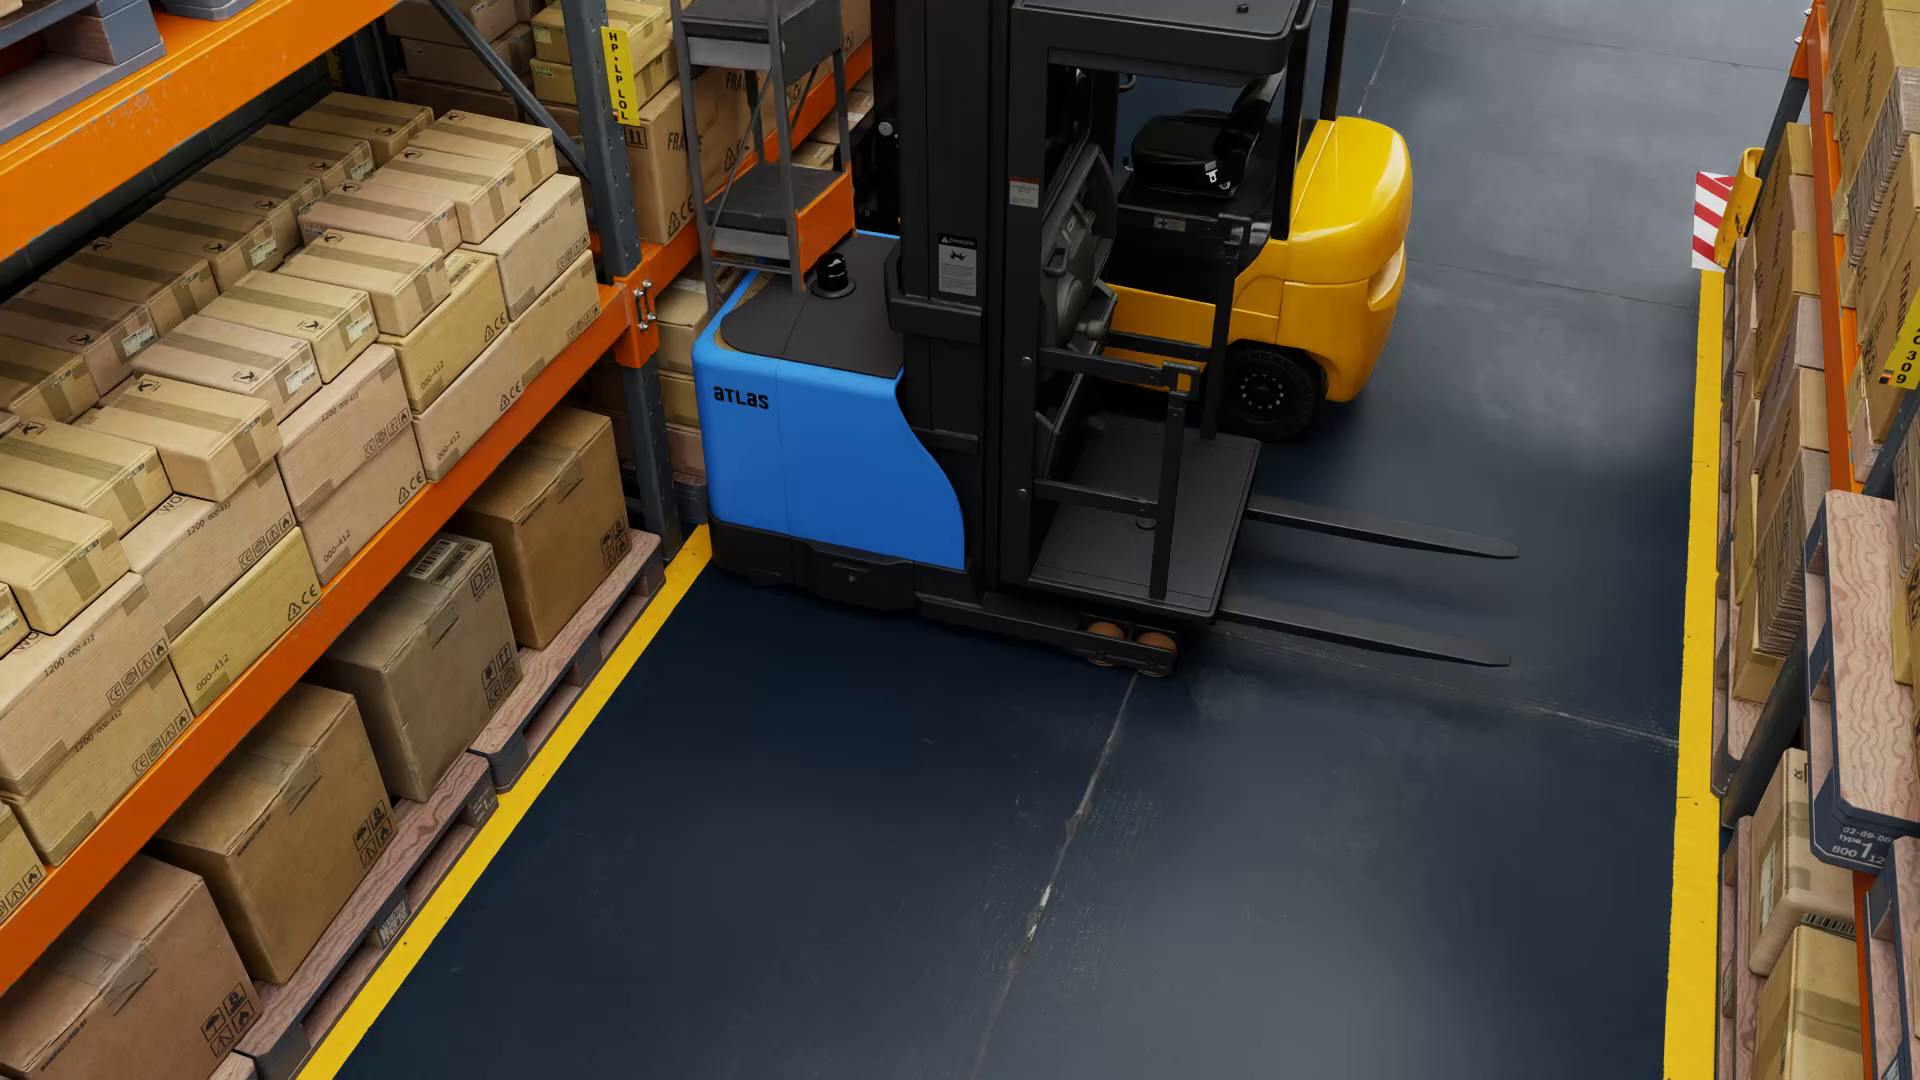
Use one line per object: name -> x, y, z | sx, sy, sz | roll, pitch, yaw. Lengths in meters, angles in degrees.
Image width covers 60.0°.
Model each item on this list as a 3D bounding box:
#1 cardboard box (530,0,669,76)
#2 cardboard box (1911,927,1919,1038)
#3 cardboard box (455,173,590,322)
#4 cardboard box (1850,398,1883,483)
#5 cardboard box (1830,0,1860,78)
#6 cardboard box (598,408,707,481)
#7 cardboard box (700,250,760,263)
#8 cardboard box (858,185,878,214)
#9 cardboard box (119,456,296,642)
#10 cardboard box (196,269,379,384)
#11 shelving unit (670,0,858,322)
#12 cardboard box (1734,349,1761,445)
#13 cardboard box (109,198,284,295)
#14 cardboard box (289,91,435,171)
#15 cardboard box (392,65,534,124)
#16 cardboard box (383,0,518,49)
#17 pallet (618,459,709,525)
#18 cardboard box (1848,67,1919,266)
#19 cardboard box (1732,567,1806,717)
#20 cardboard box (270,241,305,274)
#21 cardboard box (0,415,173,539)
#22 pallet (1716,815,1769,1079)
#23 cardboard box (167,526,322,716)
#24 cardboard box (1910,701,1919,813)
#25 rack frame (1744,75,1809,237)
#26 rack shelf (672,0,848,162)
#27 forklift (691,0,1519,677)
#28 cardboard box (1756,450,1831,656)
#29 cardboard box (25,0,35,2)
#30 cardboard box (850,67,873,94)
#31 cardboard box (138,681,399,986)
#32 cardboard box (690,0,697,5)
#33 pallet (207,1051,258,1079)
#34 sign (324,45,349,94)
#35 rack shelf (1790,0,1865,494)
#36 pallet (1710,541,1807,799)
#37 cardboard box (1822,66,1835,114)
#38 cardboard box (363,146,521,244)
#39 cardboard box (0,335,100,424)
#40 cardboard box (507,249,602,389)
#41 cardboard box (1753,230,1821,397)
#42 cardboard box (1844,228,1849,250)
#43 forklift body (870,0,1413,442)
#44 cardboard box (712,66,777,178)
cardboard box -> -1.221, -1.722, 5.651 | 0.380, 0.149, 0.250 | 14, 42, 16
cardboard box -> 2.099, 0.896, 3.259 | 0.380, 0.149, 0.250 | 15, 43, 17
cardboard box -> -1.537, -0.972, 5.309 | 0.500, 0.250, 0.500 | 12, 42, 14
cardboard box -> 2.880, -0.264, 4.942 | 0.380, 0.149, 0.250 | 13, 42, 15
cardboard box -> 3.828, -2.143, 6.644 | 0.500, 0.500, 0.500 | 15, 43, 16
cardboard box -> -1.132, -0.530, 6.856 | 0.500, 0.250, 0.500 | 14, 42, 16
cardboard box -> -0.964, -1.224, 6.898 | 0.500, 0.250, 0.500 | 13, 42, 15
cardboard box -> -0.627, -1.645, 7.777 | 0.500, 0.250, 0.500 | 13, 42, 15
cardboard box -> -2.076, -0.043, 4.219 | 0.500, 0.250, 0.500 | 14, 42, 16
cardboard box -> -1.835, -0.588, 4.551 | 0.380, 0.149, 0.250 | 12, 42, 14
shelving unit -> -0.683, -1.135, 6.320 | 0.431, 2.100, 0.503 | 11, 36, 18
cardboard box -> 3.532, -0.573, 6.906 | 0.500, 0.250, 0.500 | 16, 43, 18
cardboard box -> -2.226, -0.849, 4.857 | 0.380, 0.149, 0.250 | 13, 42, 15
cardboard box -> -1.931, -1.313, 5.401 | 0.380, 0.149, 0.250 | 12, 42, 14
cardboard box -> -1.709, -1.567, 6.199 | 0.500, 0.500, 0.500 | 13, 42, 15
cardboard box -> -1.784, -1.855, 5.807 | 0.380, 0.149, 0.250 | 13, 42, 15
pallet -> -1.298, -0.610, 7.302 | 1.003, 0.211, 1.213 | 13, 42, 15
cardboard box -> 3.318, -1.206, 5.546 | 0.500, 0.500, 0.500 | 14, 43, 16
cardboard box -> 3.006, 0.370, 5.800 | 0.500, 0.250, 0.500 | 15, 43, 17
cardboard box -> -2.205, -0.771, 5.073 | 0.500, 0.250, 0.500 | 13, 42, 15
cardboard box -> -2.161, -0.139, 4.025 | 0.380, 0.149, 0.250 | 13, 42, 15
pallet -> 2.792, 1.440, 4.899 | 1.003, 0.211, 1.213 | 13, 42, 15
cardboard box -> -2.070, 0.148, 4.381 | 0.500, 0.250, 0.500 | 15, 43, 16
cardboard box -> 2.274, 0.420, 3.317 | 0.500, 0.500, 0.500 | 13, 42, 15
rack frame -> 4.425, -2.535, 7.411 | 1.000, 3.000, 0.127 | 13, 42, 15
rack shelf -> -0.703, -1.704, 5.936 | 0.431, 0.518, 0.480 | 11, 36, 18
forklift -> 0.598, -0.996, 5.659 | 3.031, 2.935, 1.130 | 11, 42, 13
cardboard box -> 3.007, 0.085, 5.557 | 0.500, 0.500, 0.500 | 13, 42, 14
cardboard box -> -1.963, -1.230, 3.362 | 0.380, 0.149, 0.250 | 13, 42, 15
cardboard box -> -0.438, -2.156, 7.991 | 0.500, 0.250, 0.500 | 14, 42, 16
cardboard box -> -2.305, 0.800, 5.007 | 0.875, 0.625, 0.625 | 12, 42, 13
cardboard box -> -1.103, -1.939, 6.135 | 0.380, 0.149, 0.250 | 13, 42, 15
pallet -> -2.659, 1.812, 4.464 | 1.003, 0.211, 1.213 | 13, 42, 15
sign -> -2.131, -1.677, 5.676 | 0.100, 0.325, 0.005 | 13, 42, 15
rack shelf -> 3.741, -1.042, 6.214 | 1.077, 0.370, 4.000 | 13, 42, 15
pallet -> 3.253, 0.548, 5.945 | 1.003, 0.211, 1.213 | 13, 42, 15
cardboard box -> 3.744, -1.833, 6.781 | 0.380, 0.149, 0.250 | 14, 42, 16
cardboard box -> -1.588, -1.061, 5.106 | 0.380, 0.149, 0.250 | 13, 42, 14
cardboard box -> -2.496, -0.394, 4.323 | 0.380, 0.149, 0.250 | 14, 42, 15
cardboard box -> -1.536, -0.773, 5.460 | 0.500, 0.250, 0.500 | 14, 42, 16
cardboard box -> 3.527, -0.865, 6.670 | 0.500, 0.500, 0.500 | 14, 42, 16
cardboard box -> 3.340, -1.034, 5.844 | 0.380, 0.149, 0.250 | 13, 42, 14
forklift body -> 0.825, -1.750, 7.145 | 2.313, 2.155, 1.214 | 13, 42, 15
cardboard box -> -1.049, -1.767, 6.433 | 0.500, 0.500, 0.500 | 14, 42, 16
